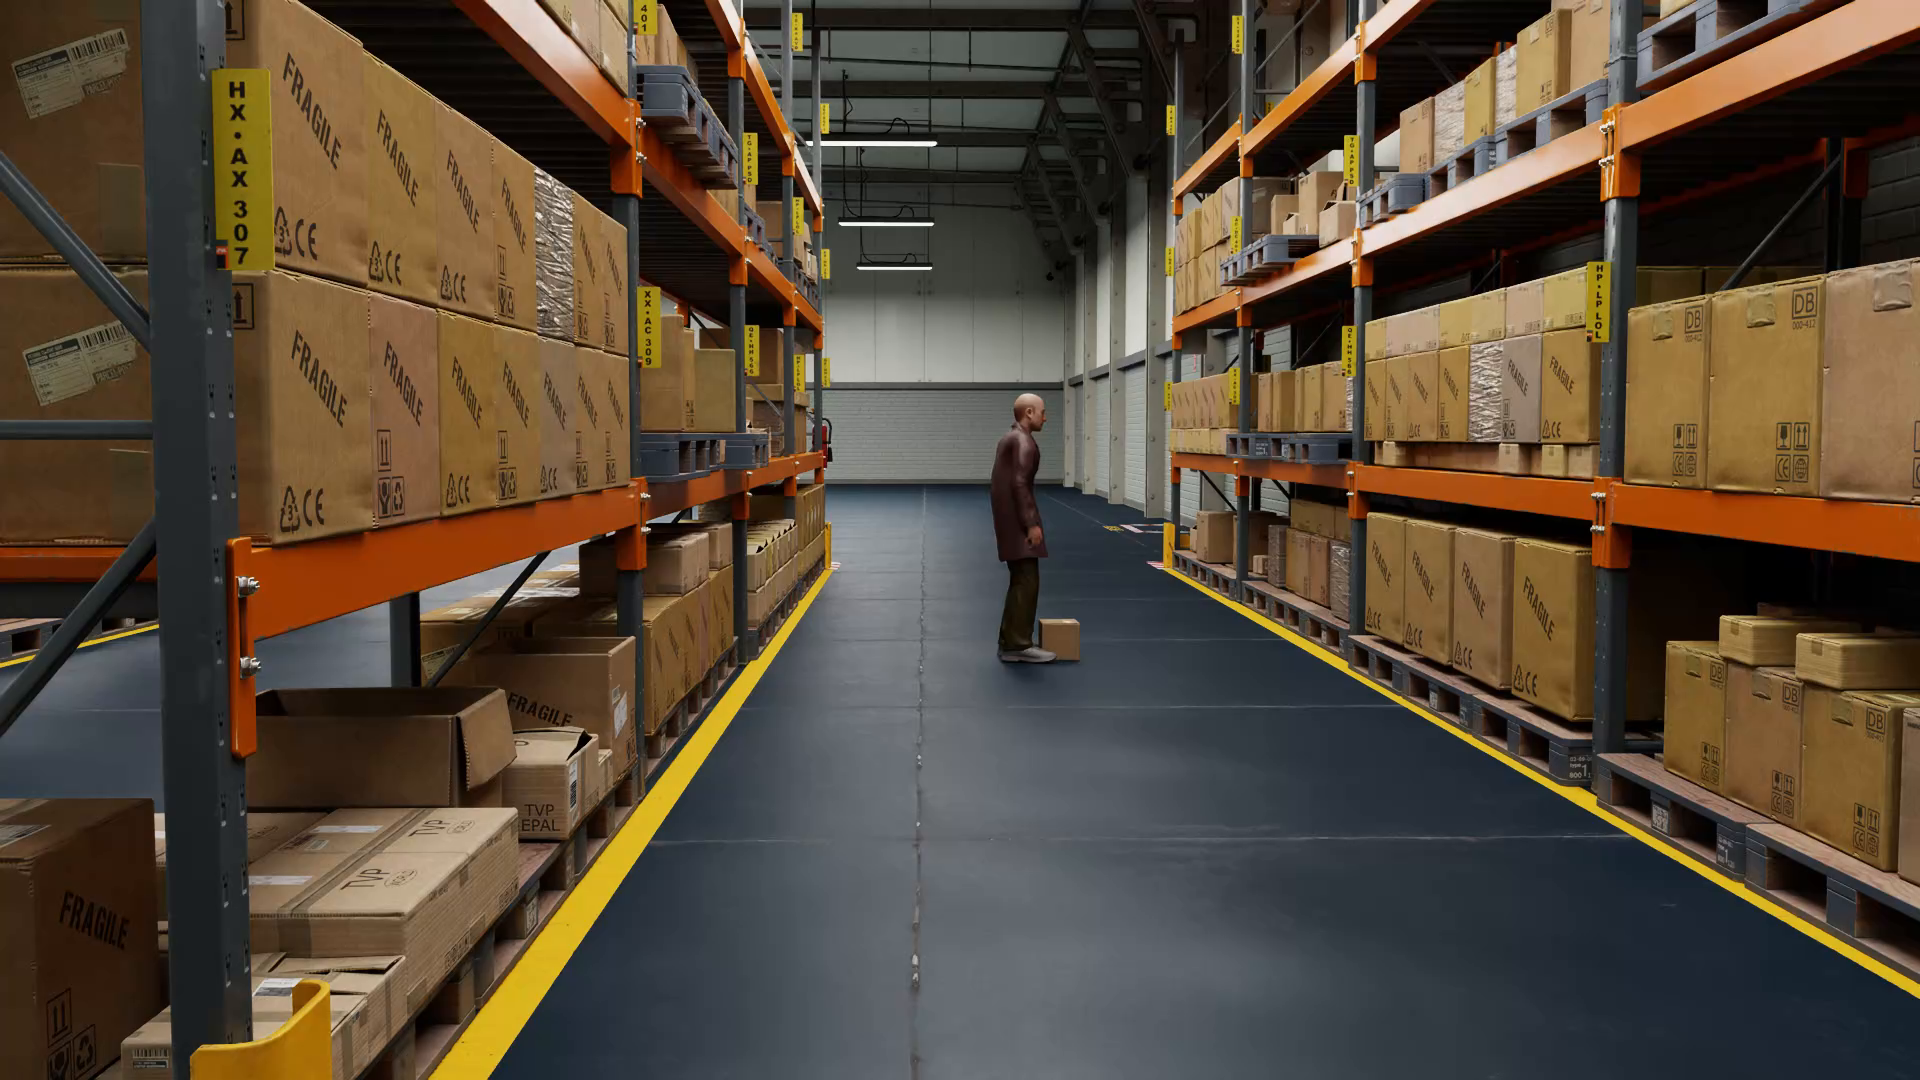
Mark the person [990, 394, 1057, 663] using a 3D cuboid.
[{"bbox_3d":[0.418,-0.092,11.135,0.422,1.774,0.654,0,4,-4],"label":"person"}]
